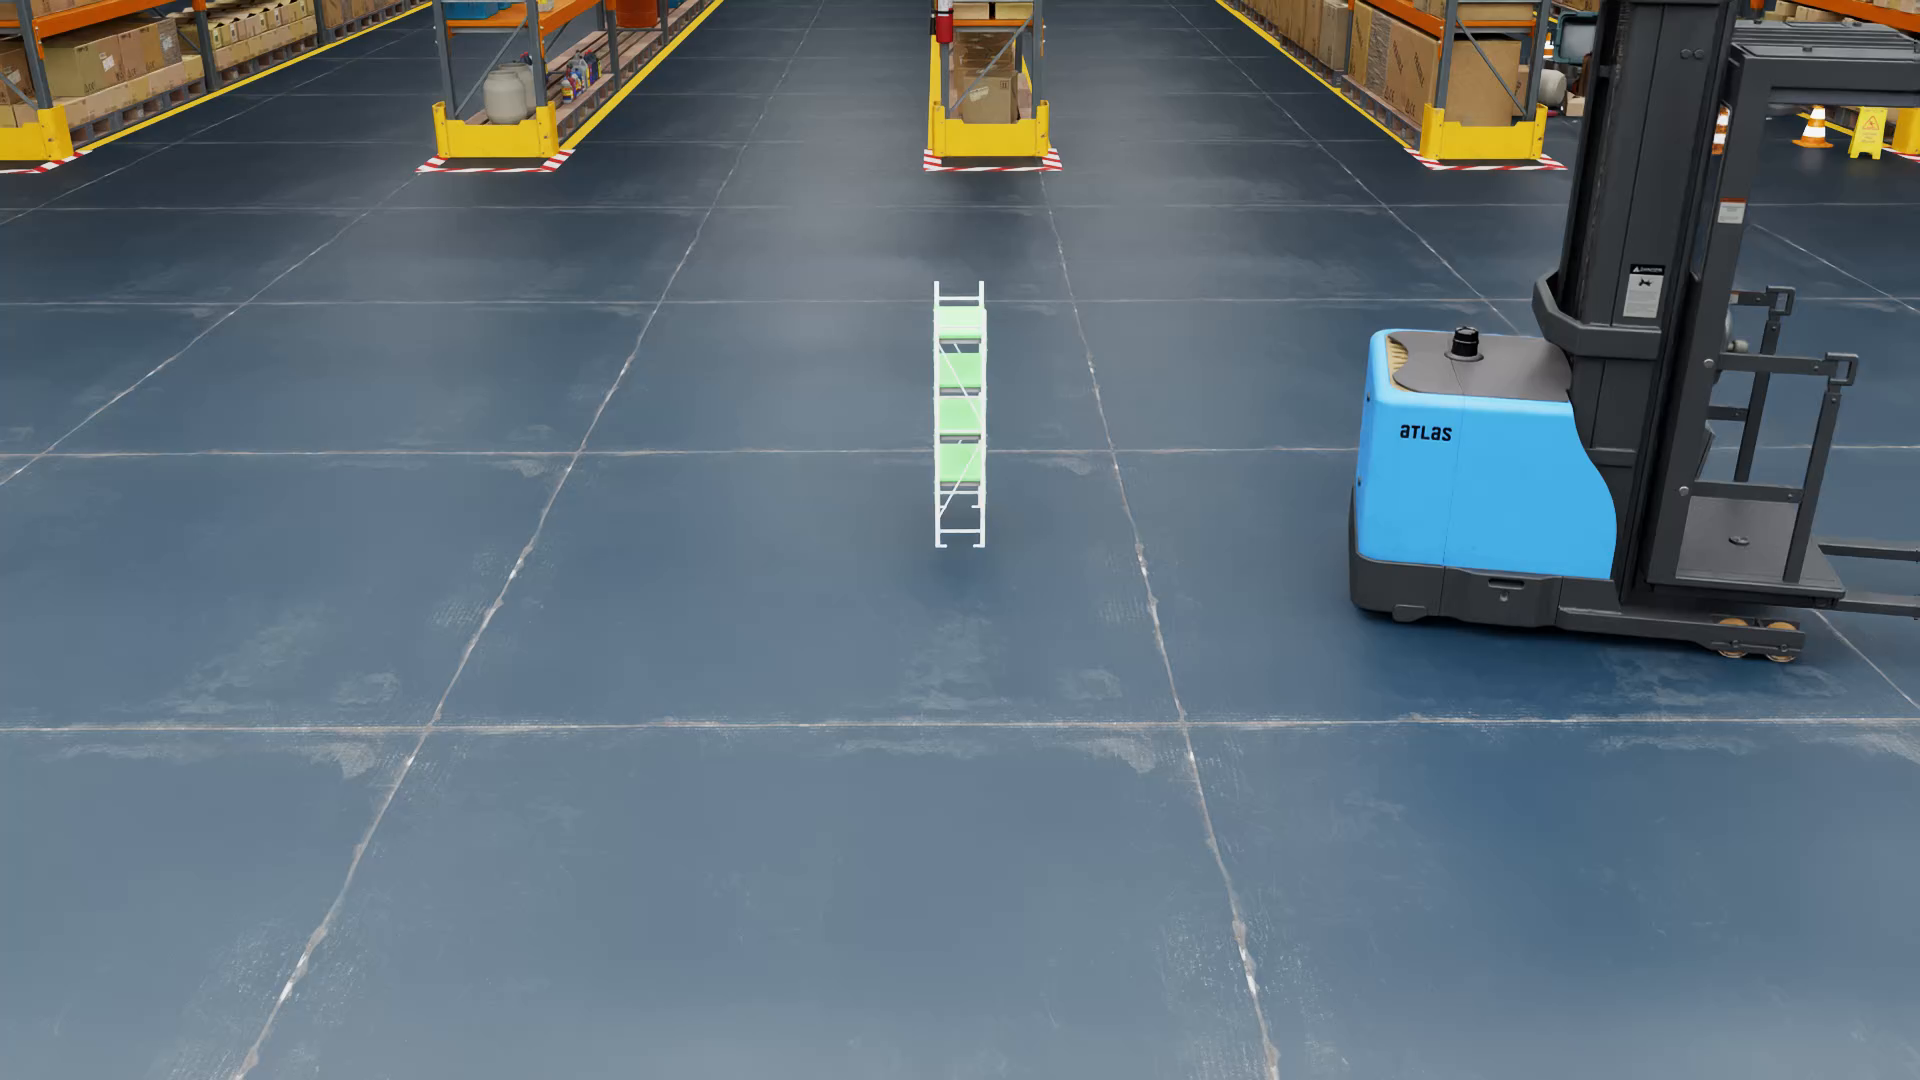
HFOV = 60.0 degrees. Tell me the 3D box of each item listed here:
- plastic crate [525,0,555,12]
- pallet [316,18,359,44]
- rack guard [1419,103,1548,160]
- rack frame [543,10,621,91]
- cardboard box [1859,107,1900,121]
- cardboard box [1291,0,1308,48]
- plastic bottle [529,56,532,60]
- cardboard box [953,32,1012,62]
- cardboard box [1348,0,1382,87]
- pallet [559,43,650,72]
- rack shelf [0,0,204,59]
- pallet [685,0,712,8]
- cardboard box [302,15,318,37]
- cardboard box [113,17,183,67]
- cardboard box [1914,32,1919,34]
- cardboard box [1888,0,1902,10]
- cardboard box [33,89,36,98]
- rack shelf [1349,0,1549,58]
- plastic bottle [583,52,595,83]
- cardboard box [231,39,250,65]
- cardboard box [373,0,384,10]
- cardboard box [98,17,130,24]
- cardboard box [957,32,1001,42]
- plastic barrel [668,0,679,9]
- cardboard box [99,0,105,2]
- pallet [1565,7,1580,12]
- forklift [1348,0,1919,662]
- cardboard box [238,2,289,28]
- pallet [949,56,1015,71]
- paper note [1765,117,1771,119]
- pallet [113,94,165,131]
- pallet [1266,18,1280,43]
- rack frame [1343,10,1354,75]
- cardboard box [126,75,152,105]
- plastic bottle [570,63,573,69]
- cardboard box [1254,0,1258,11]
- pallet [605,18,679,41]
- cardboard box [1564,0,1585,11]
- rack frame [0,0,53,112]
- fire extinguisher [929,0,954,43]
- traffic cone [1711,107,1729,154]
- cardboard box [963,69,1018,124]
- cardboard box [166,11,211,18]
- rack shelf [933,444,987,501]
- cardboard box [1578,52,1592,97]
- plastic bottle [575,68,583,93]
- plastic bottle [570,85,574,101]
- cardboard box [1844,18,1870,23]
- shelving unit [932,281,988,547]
[{"bbox_3d":[-4.334,-5.518,17.131,0.298,0.136,0.250,0,24,-1],"label":"plastic crate"},{"bbox_3d":[-9.656,-7.581,24.757,1.003,0.211,1.213,0,24,-1],"label":"pallet"},{"bbox_3d":[5.268,-4.122,16.758,1.175,0.500,0.348,0,24,-1],"label":"rack guard"},{"bbox_3d":[-4.689,-6.917,19.903,1.000,3.000,0.127,0,24,-1],"label":"rack frame"},{"bbox_3d":[9.938,-4.615,17.642,0.500,0.250,0.500,0,24,-1],"label":"cardboard box"},{"bbox_3d":[5.110,-7.122,22.578,1.050,0.750,0.750,0,24,0],"label":"cardboard box"},{"bbox_3d":[-5.093,-5.610,19.784,0.152,0.276,0.135,1,24,1],"label":"plastic bottle"},{"bbox_3d":[0.278,-6.253,20.936,0.700,0.500,0.500,-2,24,-5],"label":"cardboard box"},{"bbox_3d":[5.161,-5.883,19.687,0.875,0.875,0.875,0,24,0],"label":"cardboard box"},{"bbox_3d":[-4.753,-6.473,22.307,1.003,0.211,1.213,0,24,-1],"label":"pallet"},{"bbox_3d":[-9.621,-5.744,18.183,1.077,0.370,4.000,0,24,-1],"label":"rack shelf"},{"bbox_3d":[-4.823,-9.245,28.436,1.003,0.211,1.213,0,24,-1],"label":"pallet"},{"bbox_3d":[-9.436,-7.267,23.504,0.500,0.250,0.500,0,24,1],"label":"cardboard box"},{"bbox_3d":[-9.425,-5.780,19.307,0.500,0.500,0.500,0,24,-1],"label":"cardboard box"},{"bbox_3d":[10.476,-5.381,18.424,0.500,0.500,0.500,0,24,0],"label":"cardboard box"},{"bbox_3d":[9.903,-5.583,17.260,0.380,0.149,0.250,-1,24,-1],"label":"cardboard box"},{"bbox_3d":[-9.918,-4.612,17.634,0.500,0.250,0.500,0,24,-1],"label":"cardboard box"},{"bbox_3d":[5.246,-5.768,18.235,1.077,0.370,4.000,0,24,-1],"label":"rack shelf"},{"bbox_3d":[-4.392,-5.567,19.599,0.144,0.351,0.185,-1,24,-3],"label":"plastic bottle"},{"bbox_3d":[-9.403,-6.212,21.173,0.500,0.250,0.500,0,24,1],"label":"cardboard box"},{"bbox_3d":[-9.436,-8.641,26.216,0.500,0.500,0.500,0,24,0],"label":"cardboard box"},{"bbox_3d":[-9.937,-5.778,19.301,0.500,0.500,0.500,0,24,-1],"label":"cardboard box"},{"bbox_3d":[0.228,-5.826,20.016,0.500,0.500,0.500,-1,24,-2],"label":"cardboard box"},{"bbox_3d":[-4.780,-8.932,26.396,0.600,0.901,0.708,0,24,-1],"label":"plastic barrel"},{"bbox_3d":[-9.611,-6.123,18.028,0.700,0.500,0.500,0,24,1],"label":"cardboard box"},{"bbox_3d":[10.185,-8.188,26.097,1.003,0.211,1.213,0,24,-1],"label":"pallet"},{"bbox_3d":[3.328,-1.053,7.022,3.031,2.935,1.130,5,25,10],"label":"forklift"},{"bbox_3d":[-9.419,-7.101,22.458,0.500,0.311,0.500,0,24,-1],"label":"cardboard box"},{"bbox_3d":[0.253,-5.989,21.236,1.003,0.211,1.213,0,24,-1],"label":"pallet"},{"bbox_3d":[9.061,-4.764,18.747,0.142,0.019,0.148,-9,26,-19],"label":"paper note"},{"bbox_3d":[-9.659,-4.793,18.592,1.003,0.211,1.213,0,24,-1],"label":"pallet"},{"bbox_3d":[5.173,-7.619,24.840,1.003,0.211,1.213,0,24,-1],"label":"pallet"},{"bbox_3d":[5.224,-6.919,19.909,1.000,3.000,0.127,0,24,-1],"label":"rack frame"},{"bbox_3d":[-9.397,-5.026,18.550,0.500,0.250,0.500,0,24,-1],"label":"cardboard box"},{"bbox_3d":[-4.491,-5.392,19.294,0.061,0.283,0.133,0,24,-1],"label":"plastic bottle"},{"bbox_3d":[4.906,-8.529,25.991,0.500,0.500,0.500,0,24,0],"label":"cardboard box"},{"bbox_3d":[-4.783,-7.619,24.840,1.003,0.211,1.213,0,24,-1],"label":"pallet"},{"bbox_3d":[10.190,-8.876,26.304,0.875,0.875,0.875,0,24,1],"label":"cardboard box"},{"bbox_3d":[-9.599,-5.248,16.213,1.000,3.000,0.127,0,24,-1],"label":"rack frame"},{"bbox_3d":[-0.153,-5.206,16.215,0.296,0.674,0.183,0,24,-1],"label":"fire extinguisher"},{"bbox_3d":[7.815,-4.206,16.987,0.336,0.463,0.334,0,24,-1],"label":"traffic cone"},{"bbox_3d":[0.317,-4.600,17.305,0.500,0.500,0.500,4,25,9],"label":"cardboard box"},{"bbox_3d":[-9.949,-6.675,21.516,0.500,0.311,0.500,0,24,-1],"label":"cardboard box"},{"bbox_3d":[-0.002,-0.338,8.279,0.258,0.148,0.480,0,24,-1],"label":"rack shelf"},{"bbox_3d":[7.647,-5.357,19.320,0.797,0.637,0.503,0,24,-1],"label":"cardboard box"},{"bbox_3d":[-4.361,-5.240,18.973,0.097,0.271,0.097,0,24,0],"label":"plastic bottle"},{"bbox_3d":[-4.355,-4.985,18.494,0.097,0.201,0.097,0,24,0],"label":"plastic bottle"},{"bbox_3d":[9.875,-5.603,18.128,0.380,0.149,0.250,1,24,2],"label":"cardboard box"},{"bbox_3d":[-0.002,-0.615,8.154,0.258,1.200,0.503,0,24,-1],"label":"shelving unit"}]
